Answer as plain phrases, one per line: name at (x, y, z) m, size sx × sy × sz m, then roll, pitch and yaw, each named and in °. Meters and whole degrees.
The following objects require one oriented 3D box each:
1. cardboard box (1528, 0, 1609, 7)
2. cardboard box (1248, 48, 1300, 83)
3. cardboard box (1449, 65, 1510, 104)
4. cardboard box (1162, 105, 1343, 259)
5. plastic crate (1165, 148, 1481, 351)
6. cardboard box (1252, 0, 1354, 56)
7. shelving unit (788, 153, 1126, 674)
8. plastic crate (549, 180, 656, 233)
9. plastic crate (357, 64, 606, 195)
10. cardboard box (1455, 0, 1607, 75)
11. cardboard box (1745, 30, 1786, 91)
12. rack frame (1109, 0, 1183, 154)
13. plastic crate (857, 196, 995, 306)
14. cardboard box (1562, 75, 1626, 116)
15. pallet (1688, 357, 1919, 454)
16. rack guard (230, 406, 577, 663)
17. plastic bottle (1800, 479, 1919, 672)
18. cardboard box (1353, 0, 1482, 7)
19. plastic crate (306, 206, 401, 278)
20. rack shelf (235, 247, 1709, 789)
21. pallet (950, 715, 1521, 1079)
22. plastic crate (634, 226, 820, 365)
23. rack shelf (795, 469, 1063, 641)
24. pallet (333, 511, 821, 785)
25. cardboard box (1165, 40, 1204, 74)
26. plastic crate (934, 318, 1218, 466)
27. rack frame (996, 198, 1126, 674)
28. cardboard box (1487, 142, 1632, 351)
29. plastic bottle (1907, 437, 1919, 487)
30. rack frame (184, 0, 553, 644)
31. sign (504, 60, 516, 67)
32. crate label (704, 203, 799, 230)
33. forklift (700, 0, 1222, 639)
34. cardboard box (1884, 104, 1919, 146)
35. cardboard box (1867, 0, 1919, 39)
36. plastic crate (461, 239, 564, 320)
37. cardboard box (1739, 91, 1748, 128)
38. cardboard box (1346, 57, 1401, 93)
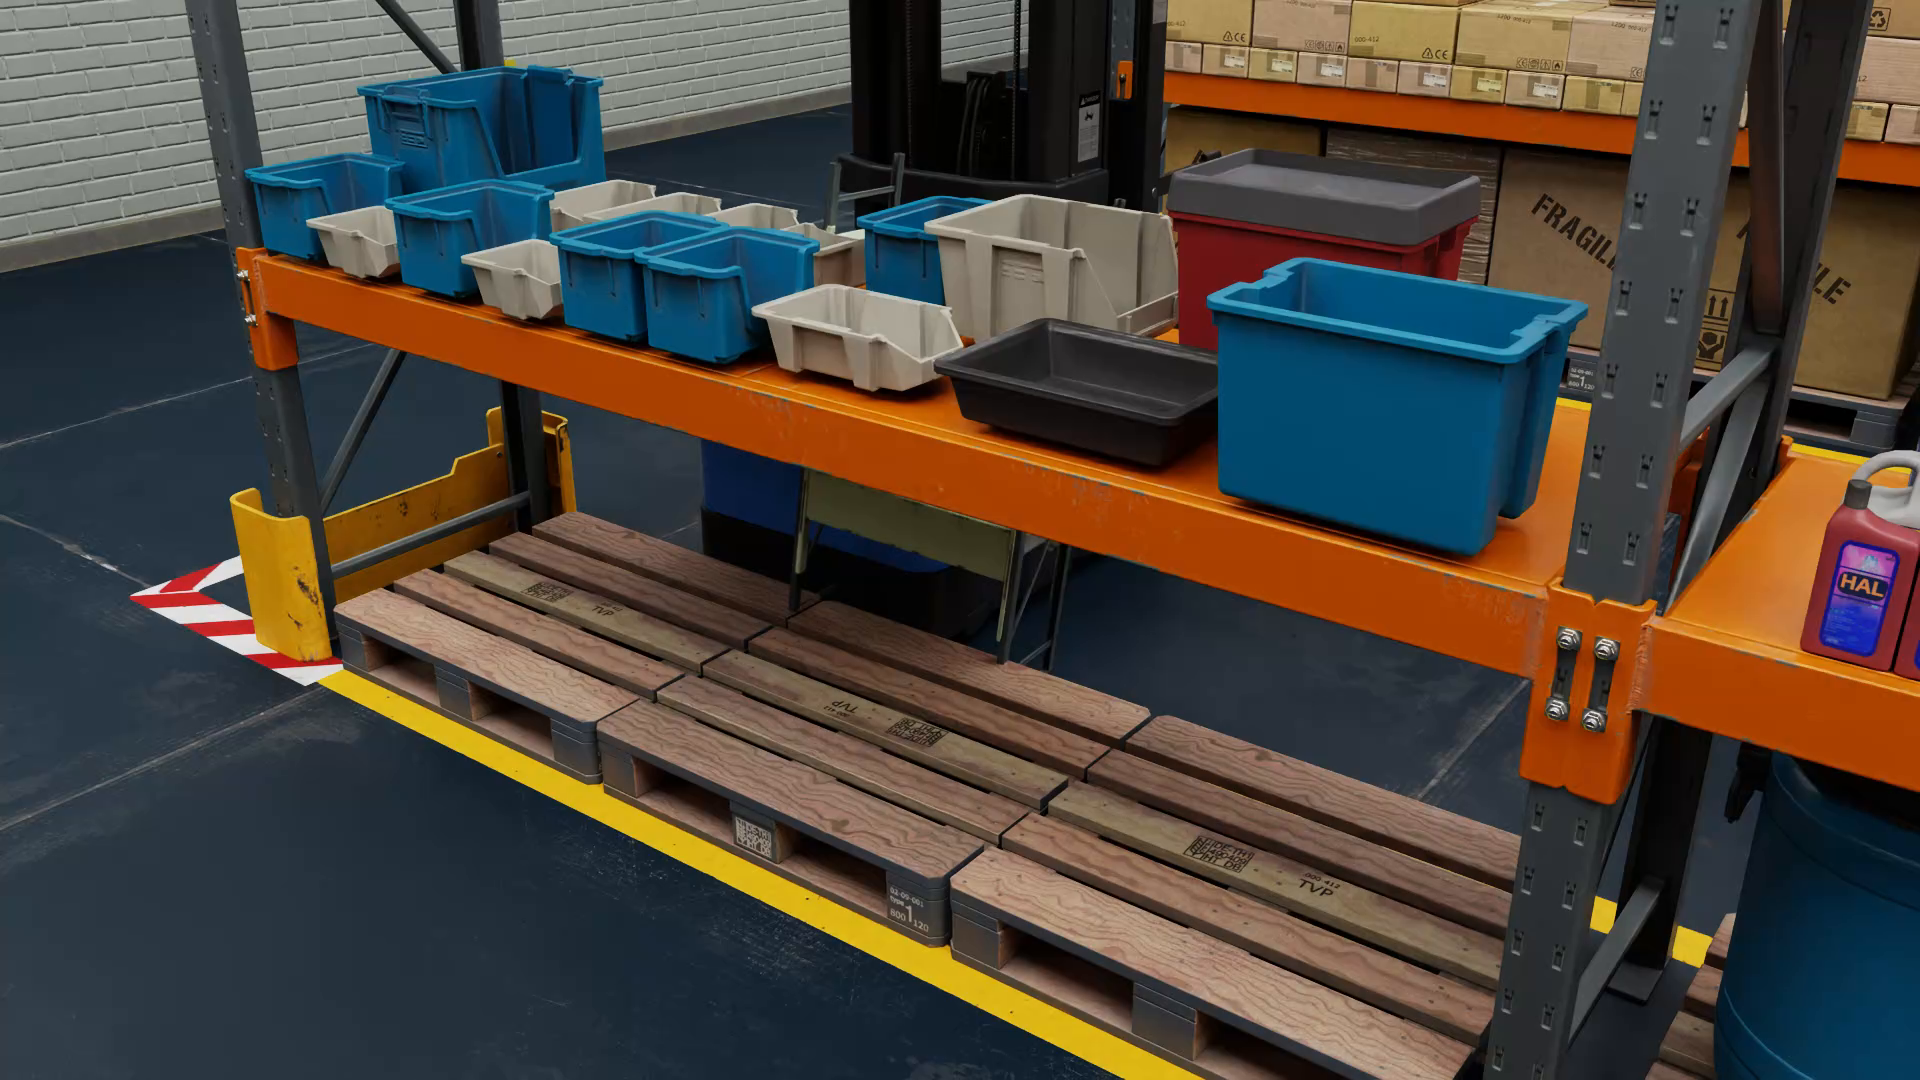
cardboard box at (2.904, -2.458, 7.926) m, size 0.500 × 0.250 × 0.500 m, roll 17°, pitch 29°, yaw 33°
cardboard box at (1.623, -2.362, 8.202) m, size 0.250 × 0.149 × 0.380 m, roll 16°, pitch 28°, yaw 32°
cardboard box at (2.443, -2.114, 7.639) m, size 0.250 × 0.149 × 0.380 m, roll 16°, pitch 28°, yaw 32°
cardboard box at (1.685, -1.884, 8.919) m, size 0.875 × 0.875 × 0.875 m, roll 17°, pitch 29°, yaw 33°
plastic crate at (0.791, -0.581, 3.695) m, size 0.583 × 0.464 × 0.402 m, roll 17°, pitch 29°, yaw 33°
cardboard box at (1.767, -2.534, 8.097) m, size 0.500 × 0.250 × 0.500 m, roll 16°, pitch 29°, yaw 33°
shelving unit at (-0.040, -0.327, 5.003) m, size 0.755 × 1.500 × 0.431 m, roll 17°, pitch 23°, yaw 24°
plastic crate at (-1.084, -0.963, 4.968) m, size 0.243 × 0.136 × 0.396 m, roll 17°, pitch 29°, yaw 33°
plastic crate at (-1.465, -1.218, 5.175) m, size 0.499 × 0.435 × 0.616 m, roll 17°, pitch 29°, yaw 33°
cardboard box at (2.588, -2.286, 7.536) m, size 0.500 × 0.250 × 0.500 m, roll 16°, pitch 28°, yaw 32°
cardboard box at (3.400, -2.039, 6.976) m, size 0.500 × 0.250 × 0.500 m, roll 18°, pitch 29°, yaw 35°
rack frame at (1.125, -2.793, 8.868) m, size 0.127 × 3.000 × 1.000 m, roll 17°, pitch 29°, yaw 33°
plastic crate at (-0.048, -0.732, 4.324) m, size 0.300 × 0.233 × 0.416 m, roll 17°, pitch 29°, yaw 33°
cardboard box at (2.857, -1.989, 7.356) m, size 0.250 × 0.149 × 0.380 m, roll 16°, pitch 29°, yaw 32°
pallet at (3.764, -0.759, 7.710) m, size 1.213 × 0.211 × 1.003 m, roll 17°, pitch 29°, yaw 33°
rack guard at (-1.872, -0.052, 5.749) m, size 0.348 × 0.500 × 1.175 m, roll 17°, pitch 29°, yaw 33°
plastic bottle at (1.393, 0.052, 2.556) m, size 0.133 × 0.283 × 0.061 m, roll 17°, pitch 29°, yaw 33°
cardboard box at (2.166, -2.756, 7.672) m, size 0.500 × 0.500 × 0.500 m, roll 16°, pitch 28°, yaw 32°
plastic crate at (-1.638, -0.831, 4.669) m, size 0.298 × 0.136 × 0.250 m, roll 17°, pitch 29°, yaw 33°
rack shelf at (-0.245, -0.382, 4.289) m, size 4.000 × 0.370 × 1.077 m, roll 17°, pitch 29°, yaw 33°
pallet at (0.744, 0.883, 3.983) m, size 1.213 × 0.211 × 1.003 m, roll 17°, pitch 29°, yaw 33°
plastic crate at (-0.551, -0.589, 3.999) m, size 0.300 × 0.233 × 0.416 m, roll 17°, pitch 29°, yaw 33°
rack shelf at (-0.079, -0.026, 5.122) m, size 0.720 × 0.370 × 0.431 m, roll 17°, pitch 23°, yaw 24°
pallet at (-1.209, 0.293, 5.323) m, size 1.213 × 0.211 × 1.003 m, roll 17°, pitch 29°, yaw 33°
cardboard box at (1.211, -2.486, 8.482) m, size 0.250 × 0.149 × 0.380 m, roll 17°, pitch 29°, yaw 34°
plastic crate at (0.299, -0.313, 3.507) m, size 0.590 × 0.125 × 0.437 m, roll 17°, pitch 29°, yaw 33°
rack frame at (0.281, -0.227, 4.857) m, size 0.023 × 1.500 × 0.400 m, roll 17°, pitch 23°, yaw 24°
cardboard box at (3.126, -1.448, 7.931) m, size 0.875 × 0.875 × 0.875 m, roll 17°, pitch 29°, yaw 33°
plastic bottle at (1.865, -0.180, 3.092) m, size 0.135 × 0.276 × 0.152 m, roll 17°, pitch 29°, yaw 33°
rack frame at (-1.845, -1.195, 5.241) m, size 0.127 × 3.000 × 1.000 m, roll 17°, pitch 29°, yaw 33°
sign at (-1.528, -1.451, 5.620) m, size 0.005 × 0.325 × 0.100 m, roll 17°, pitch 29°, yaw 33°
crate label at (-0.623, -0.829, 4.663) m, size 0.243 × 0.136 × 0.396 m, roll 17°, pitch 29°, yaw 33°
forklift at (0.367, -1.548, 6.127) m, size 1.130 × 2.935 × 3.031 m, roll 16°, pitch 28°, yaw 32°
cardboard box at (3.886, -1.679, 6.651) m, size 0.250 × 0.149 × 0.380 m, roll 17°, pitch 29°, yaw 34°
cardboard box at (3.798, -2.261, 6.549) m, size 0.500 × 0.500 × 0.500 m, roll 18°, pitch 29°, yaw 35°
plastic crate at (-1.095, -0.667, 4.297) m, size 0.298 × 0.136 × 0.250 m, roll 17°, pitch 29°, yaw 33°
cardboard box at (3.268, -1.865, 7.074) m, size 0.250 × 0.149 × 0.380 m, roll 17°, pitch 29°, yaw 34°
cardboard box at (2.035, -2.238, 7.920) m, size 0.250 × 0.149 × 0.380 m, roll 16°, pitch 28°, yaw 32°
